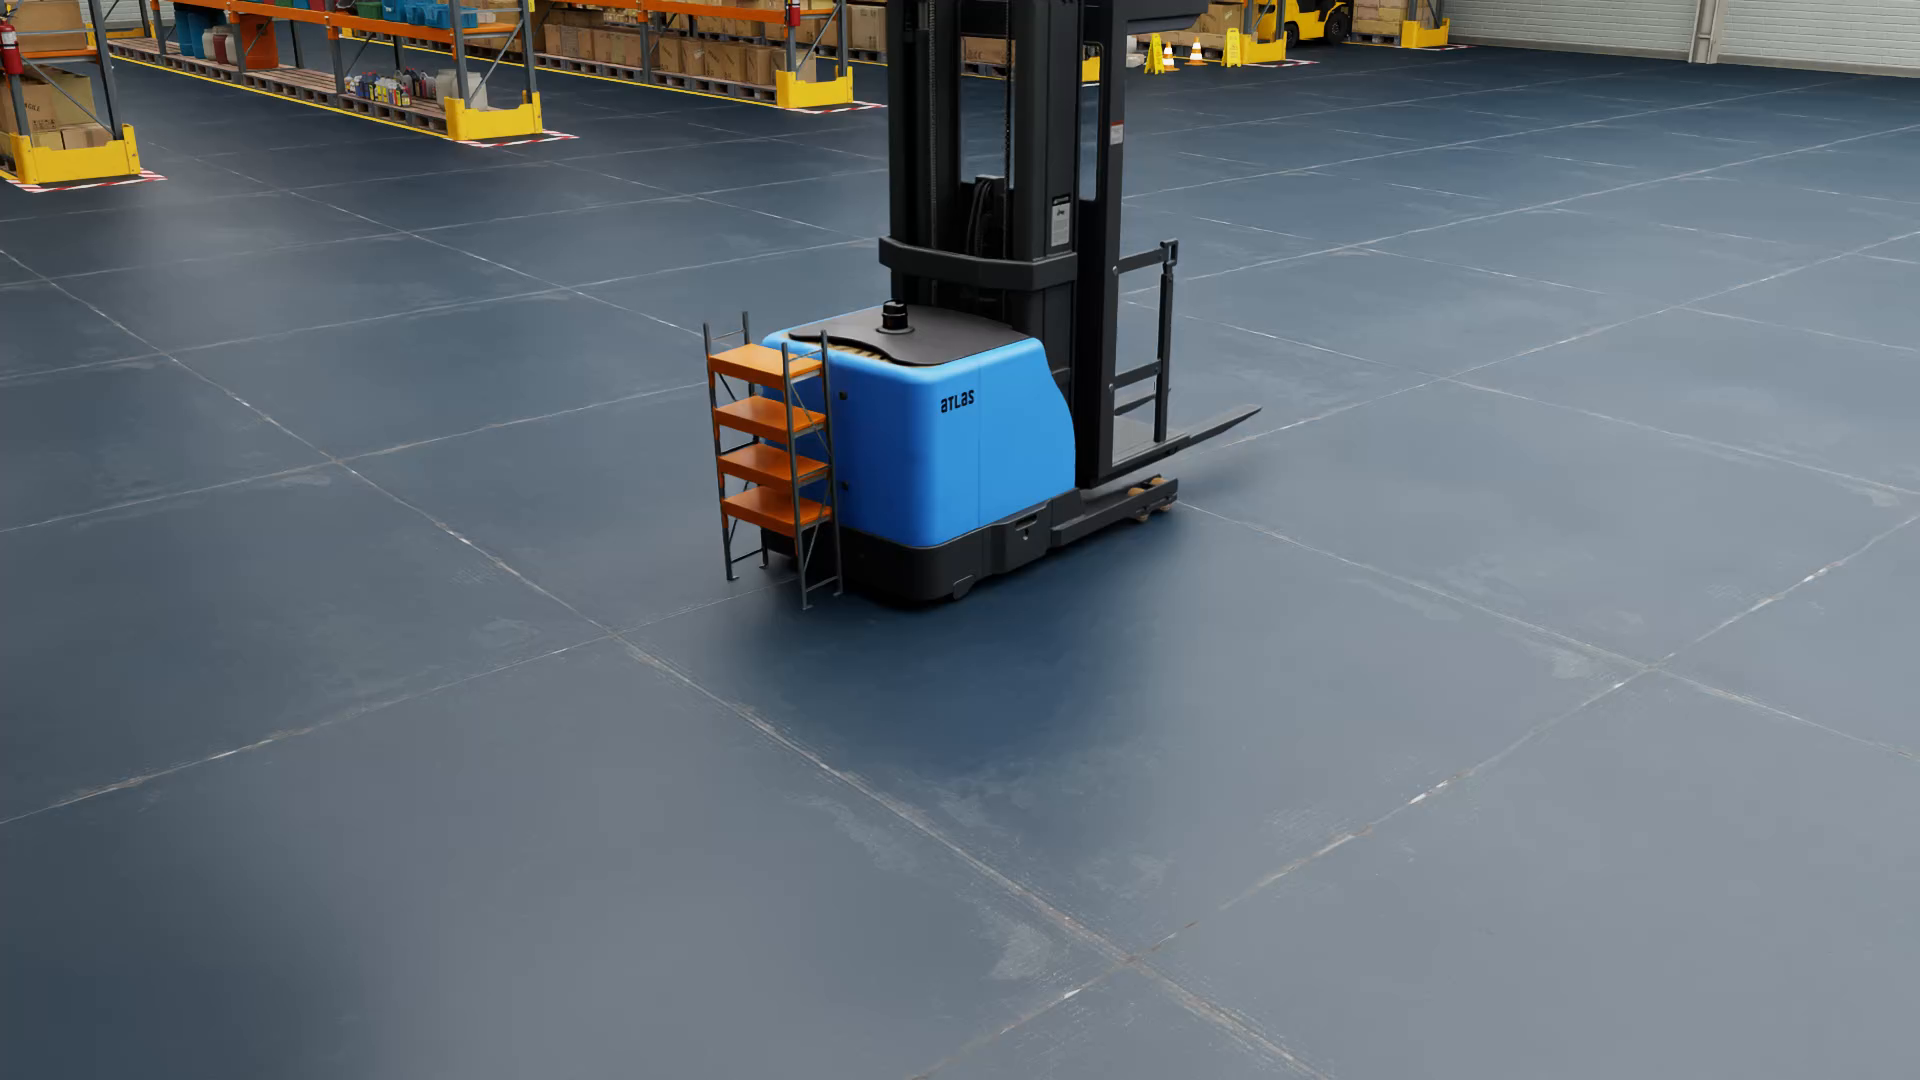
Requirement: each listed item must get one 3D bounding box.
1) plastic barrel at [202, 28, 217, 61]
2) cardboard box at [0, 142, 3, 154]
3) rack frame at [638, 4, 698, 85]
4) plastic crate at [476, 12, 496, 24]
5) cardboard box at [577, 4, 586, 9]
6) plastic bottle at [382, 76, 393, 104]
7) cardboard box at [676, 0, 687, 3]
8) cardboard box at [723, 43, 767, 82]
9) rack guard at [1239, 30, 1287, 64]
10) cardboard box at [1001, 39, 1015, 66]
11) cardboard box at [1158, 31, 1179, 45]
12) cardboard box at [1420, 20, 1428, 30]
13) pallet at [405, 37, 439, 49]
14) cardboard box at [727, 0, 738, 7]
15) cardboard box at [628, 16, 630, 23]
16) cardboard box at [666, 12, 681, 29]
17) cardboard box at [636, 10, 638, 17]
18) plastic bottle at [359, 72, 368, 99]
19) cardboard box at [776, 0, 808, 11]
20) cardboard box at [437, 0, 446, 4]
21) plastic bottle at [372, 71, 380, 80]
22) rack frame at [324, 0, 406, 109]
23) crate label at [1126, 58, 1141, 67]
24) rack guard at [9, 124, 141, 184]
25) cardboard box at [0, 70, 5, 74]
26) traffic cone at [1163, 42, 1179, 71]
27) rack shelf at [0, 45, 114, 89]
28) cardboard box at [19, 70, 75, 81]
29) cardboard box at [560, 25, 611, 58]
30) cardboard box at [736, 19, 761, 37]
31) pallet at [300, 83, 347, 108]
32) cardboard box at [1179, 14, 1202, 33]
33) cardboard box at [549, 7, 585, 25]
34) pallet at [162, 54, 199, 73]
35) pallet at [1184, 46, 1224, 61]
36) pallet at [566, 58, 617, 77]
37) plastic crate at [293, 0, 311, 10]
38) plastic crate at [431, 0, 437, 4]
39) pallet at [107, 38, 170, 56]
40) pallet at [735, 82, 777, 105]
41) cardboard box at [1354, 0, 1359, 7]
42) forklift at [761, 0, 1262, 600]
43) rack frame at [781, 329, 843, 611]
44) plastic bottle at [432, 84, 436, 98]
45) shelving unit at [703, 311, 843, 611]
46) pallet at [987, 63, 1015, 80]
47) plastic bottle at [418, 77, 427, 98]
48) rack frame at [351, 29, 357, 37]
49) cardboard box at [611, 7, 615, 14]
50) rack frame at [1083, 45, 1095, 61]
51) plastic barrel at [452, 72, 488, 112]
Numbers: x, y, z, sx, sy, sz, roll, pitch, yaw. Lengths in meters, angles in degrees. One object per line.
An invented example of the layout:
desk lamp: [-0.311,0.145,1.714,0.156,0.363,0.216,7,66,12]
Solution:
plastic barrel: [-12.526,-8.346,28.014,0.421,0.512,0.421,0,21,0]
cardboard box: [-10.462,-4.471,18.480,0.500,0.250,0.500,-17,27,-37]
rack frame: [-4.657,-8.805,26.351,1.000,3.000,0.127,-17,27,-37]
plastic crate: [-6.138,-6.721,21.394,0.298,0.136,0.250,-17,27,-37]
cardboard box: [-8.383,-11.985,37.395,0.380,0.149,0.250,-18,27,-38]
plastic bottle: [-7.674,-6.054,22.357,0.144,0.351,0.185,-16,27,-35]
cardboard box: [-4.104,-8.276,25.346,0.380,0.149,0.250,-17,27,-37]
cardboard box: [-3.251,-7.242,25.213,0.500,0.500,0.500,-14,26,-33]
rack guard: [5.412,-8.916,30.062,1.175,0.500,0.348,-17,27,-37]
cardboard box: [1.285,-8.230,27.221,0.875,0.875,0.875,-17,27,-37]
cardboard box: [4.052,-9.421,31.120,0.500,0.250,0.500,-19,28,-39]
cardboard box: [9.047,-10.339,33.462,0.500,0.250,0.500,-17,27,-37]
pallet: [-10.316,-9.945,33.086,1.003,0.211,1.213,-17,27,-37]
cardboard box: [-3.217,-7.954,24.522,0.380,0.149,0.250,-17,27,-37]
cardboard box: [-6.977,-11.314,36.091,0.380,0.149,0.250,-18,28,-39]
cardboard box: [-5.774,-10.932,34.634,0.500,0.500,0.500,-16,27,-35]
cardboard box: [-6.688,-11.257,35.539,0.380,0.149,0.250,-19,28,-40]
plastic bottle: [-8.197,-6.275,22.922,0.144,0.351,0.185,-17,27,-36]
cardboard box: [-2.388,-7.612,23.650,0.380,0.149,0.250,-17,27,-37]
cardboard box: [-9.446,-10.049,31.865,1.225,0.875,0.875,-17,27,-37]
plastic bottle: [-8.087,-6.310,23.009,0.144,0.351,0.185,-17,27,-37]
rack frame: [-8.409,-7.626,23.340,1.000,3.000,0.127,-17,27,-37]
crate label: [3.025,-8.382,29.196,0.298,0.136,0.250,7,23,18]
rack guard: [-9.537,-4.172,17.950,1.175,0.500,0.348,-17,27,-37]
cardboard box: [-11.118,-5.095,19.046,0.500,0.500,0.500,-17,27,-37]
traffic cone: [3.585,-8.331,28.620,0.336,0.463,0.334,-17,27,-37]
rack shelf: [-10.859,-5.560,19.053,1.077,0.370,4.000,-17,27,-37]
cardboard box: [-10.398,-5.081,19.009,0.500,0.500,0.500,-17,27,-37]
cardboard box: [-6.444,-8.620,28.704,0.500,0.500,0.700,20,29,41]
cardboard box: [-4.072,-10.214,32.800,0.500,0.500,0.500,-18,27,-38]
pallet: [-8.951,-6.535,24.379,1.003,0.211,1.213,-17,27,-37]
cardboard box: [4.398,-9.626,30.613,0.500,0.500,0.500,-16,27,-36]
cardboard box: [-6.808,-9.122,28.957,0.500,0.250,0.500,-16,27,-35]
pallet: [-13.159,-8.314,28.922,1.003,0.211,1.213,-17,27,-37]
pallet: [4.909,-9.014,30.709,1.003,0.211,1.213,-17,27,-37]
pallet: [-5.967,-8.058,28.268,1.003,0.211,1.213,-17,27,-37]
plastic crate: [-9.365,-7.849,23.932,0.392,0.384,0.575,-17,27,-37]
plastic crate: [-7.481,-7.315,22.752,0.499,0.251,0.616,-17,27,-37]
pallet: [-15.733,-9.405,31.708,1.003,0.211,1.213,-17,27,-37]
pallet: [-2.599,-6.655,24.686,1.003,0.211,1.213,-17,27,-37]
cardboard box: [8.008,-10.952,33.656,0.500,0.250,0.500,-17,27,-37]
forklift: [0.445,-1.565,7.960,1.130,2.935,3.031,18,27,38]
rack frame: [-0.621,-0.284,7.048,0.015,1.200,0.240,18,30,38]
plastic bottle: [-7.233,-6.204,22.944,0.097,0.201,0.097,0,21,0]
shelving unit: [-0.803,-0.343,7.199,0.503,1.200,0.258,18,30,38]
pallet: [1.197,-7.756,27.497,1.003,0.211,1.213,-17,27,-37]
plastic bottle: [-7.411,-6.243,22.931,0.061,0.283,0.133,-17,27,-37]
rack frame: [-12.490,-12.120,34.815,1.000,3.000,0.127,-17,27,-37]
cardboard box: [-7.448,-11.648,36.537,0.380,0.149,0.250,-16,26,-35]
rack frame: [1.778,-8.852,26.472,1.000,3.000,0.127,-17,27,-37]
plastic barrel: [-6.286,-5.721,21.314,0.421,0.512,0.421,0,21,0]
